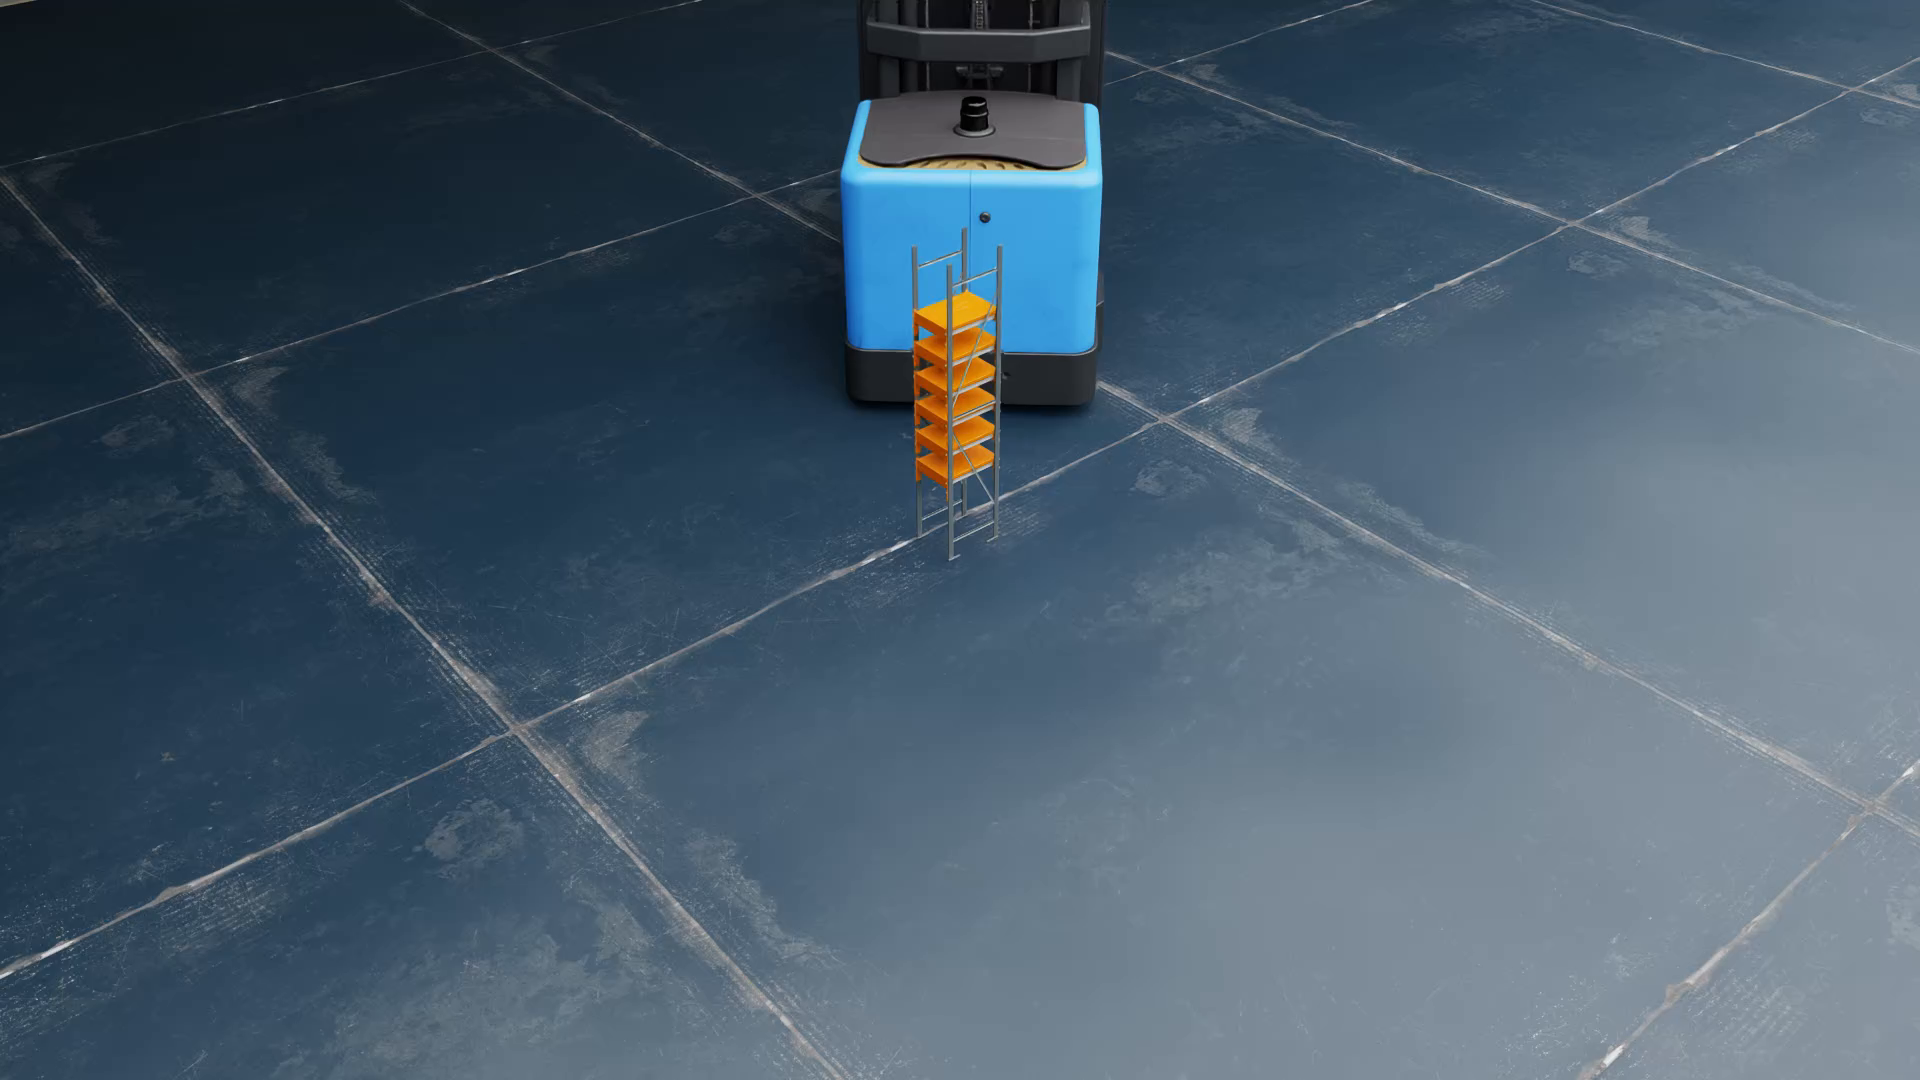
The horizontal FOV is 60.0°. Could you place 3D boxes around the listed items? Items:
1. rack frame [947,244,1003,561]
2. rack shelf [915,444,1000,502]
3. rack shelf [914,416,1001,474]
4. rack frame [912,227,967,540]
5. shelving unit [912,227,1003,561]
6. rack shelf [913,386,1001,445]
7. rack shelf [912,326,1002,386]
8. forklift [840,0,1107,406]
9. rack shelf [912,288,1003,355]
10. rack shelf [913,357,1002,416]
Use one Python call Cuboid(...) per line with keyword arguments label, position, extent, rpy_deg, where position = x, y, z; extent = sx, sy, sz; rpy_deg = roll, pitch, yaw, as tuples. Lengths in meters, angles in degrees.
Cuboid(label="rack frame", position=(0.050, -0.456, 5.855), extent=(0.240, 1.200, 0.006), rpy_deg=(-26, 43, -32))
Cuboid(label="rack shelf", position=(-0.009, -0.264, 6.077), extent=(0.258, 0.103, 0.180), rpy_deg=(-26, 43, -32))
Cuboid(label="rack shelf", position=(-0.009, -0.362, 6.007), extent=(0.258, 0.103, 0.180), rpy_deg=(-26, 43, -32))
Cuboid(label="rack frame", position=(-0.068, -0.536, 5.969), extent=(0.240, 1.200, 0.006), rpy_deg=(-26, 43, -32))
Cuboid(label="shelving unit", position=(-0.009, -0.496, 5.912), extent=(0.258, 1.200, 0.189), rpy_deg=(-26, 43, -32))
Cuboid(label="rack shelf", position=(-0.009, -0.460, 5.938), extent=(0.258, 0.103, 0.180), rpy_deg=(-26, 43, -32))
Cuboid(label="rack shelf", position=(-0.009, -0.656, 5.799), extent=(0.258, 0.103, 0.180), rpy_deg=(-26, 43, -32))
Cuboid(label="forklift", position=(0.105, -2.580, 7.357), extent=(1.130, 2.935, 3.031), rpy_deg=(1, 35, 2))
Cuboid(label="rack shelf", position=(-0.009, -0.754, 5.730), extent=(0.258, 0.103, 0.180), rpy_deg=(-26, 43, -32))
Cuboid(label="rack shelf", position=(-0.009, -0.558, 5.869), extent=(0.258, 0.103, 0.180), rpy_deg=(-26, 43, -32))
